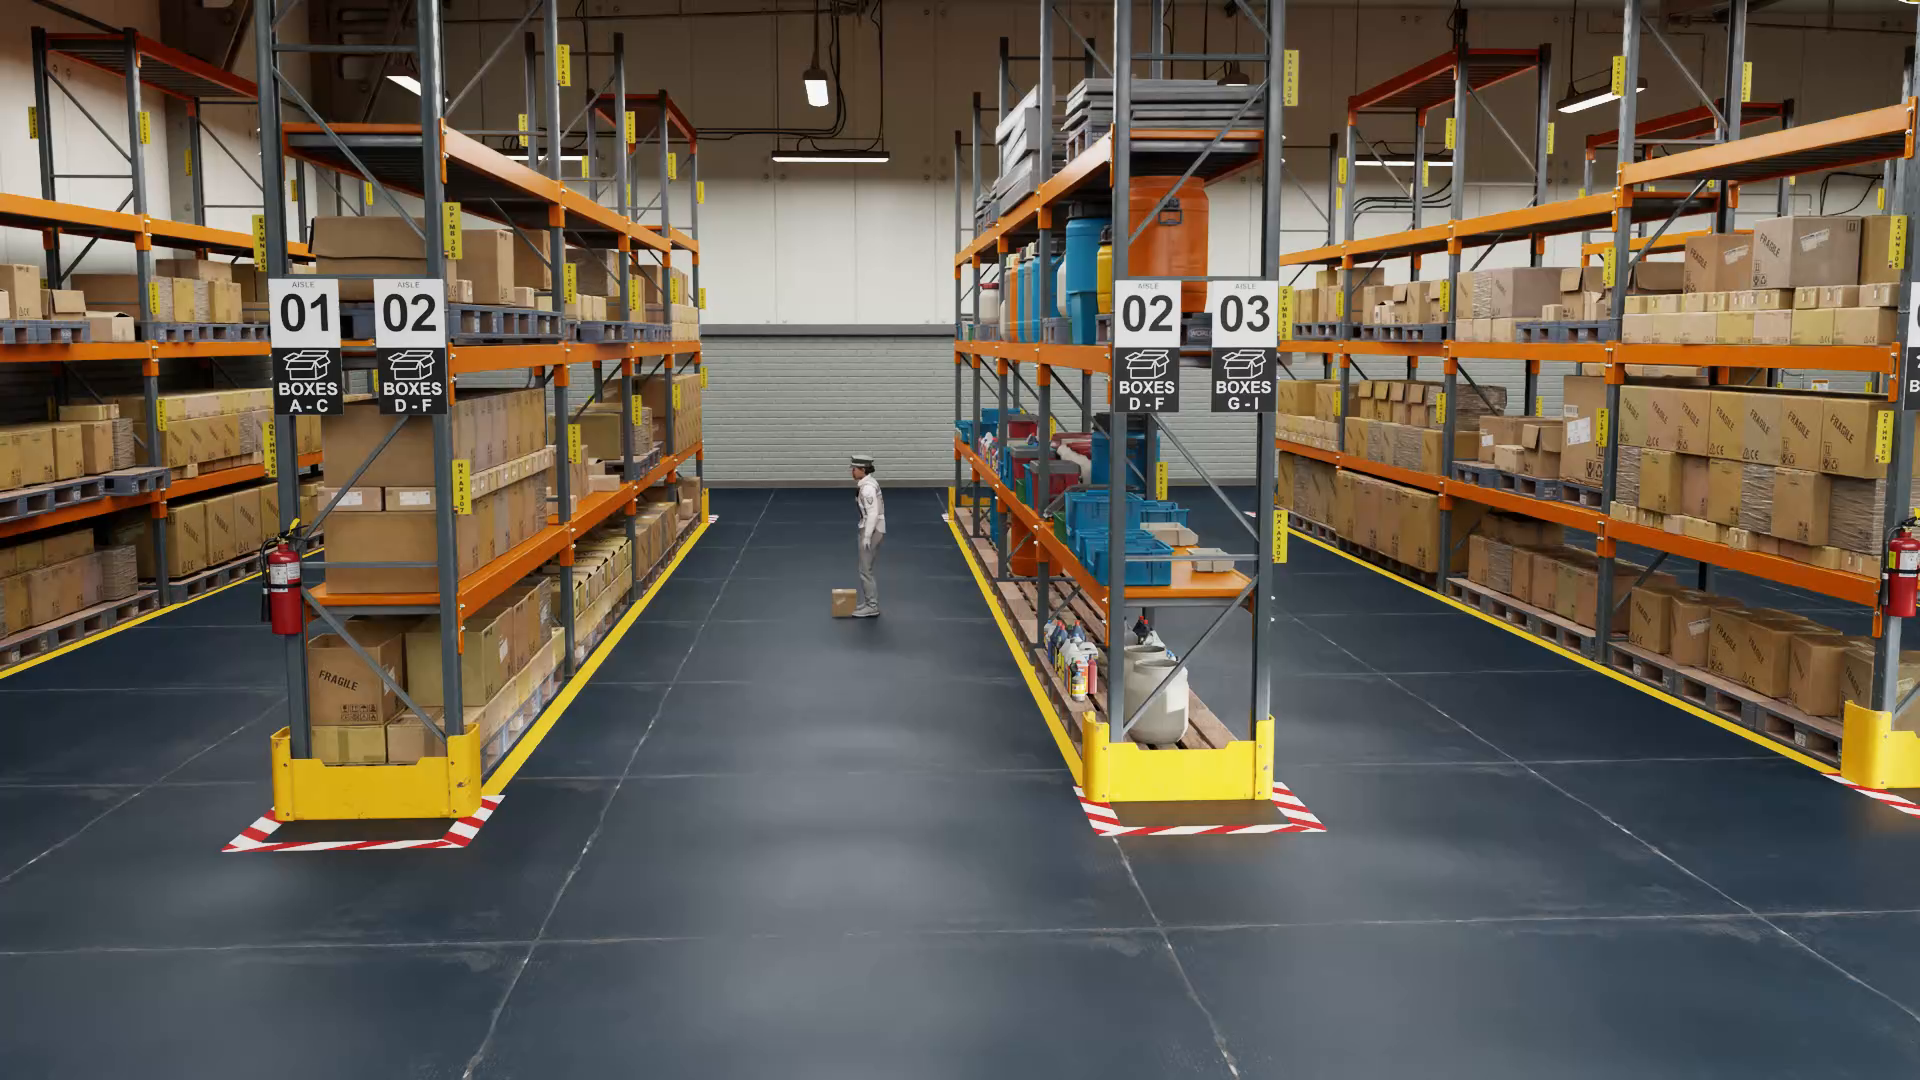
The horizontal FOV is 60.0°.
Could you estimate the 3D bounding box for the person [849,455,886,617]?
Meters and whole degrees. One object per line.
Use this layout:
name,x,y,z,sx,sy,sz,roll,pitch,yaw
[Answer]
person,-0.956,-0.051,17.155,0.376,1.662,0.542,-1,7,-7
